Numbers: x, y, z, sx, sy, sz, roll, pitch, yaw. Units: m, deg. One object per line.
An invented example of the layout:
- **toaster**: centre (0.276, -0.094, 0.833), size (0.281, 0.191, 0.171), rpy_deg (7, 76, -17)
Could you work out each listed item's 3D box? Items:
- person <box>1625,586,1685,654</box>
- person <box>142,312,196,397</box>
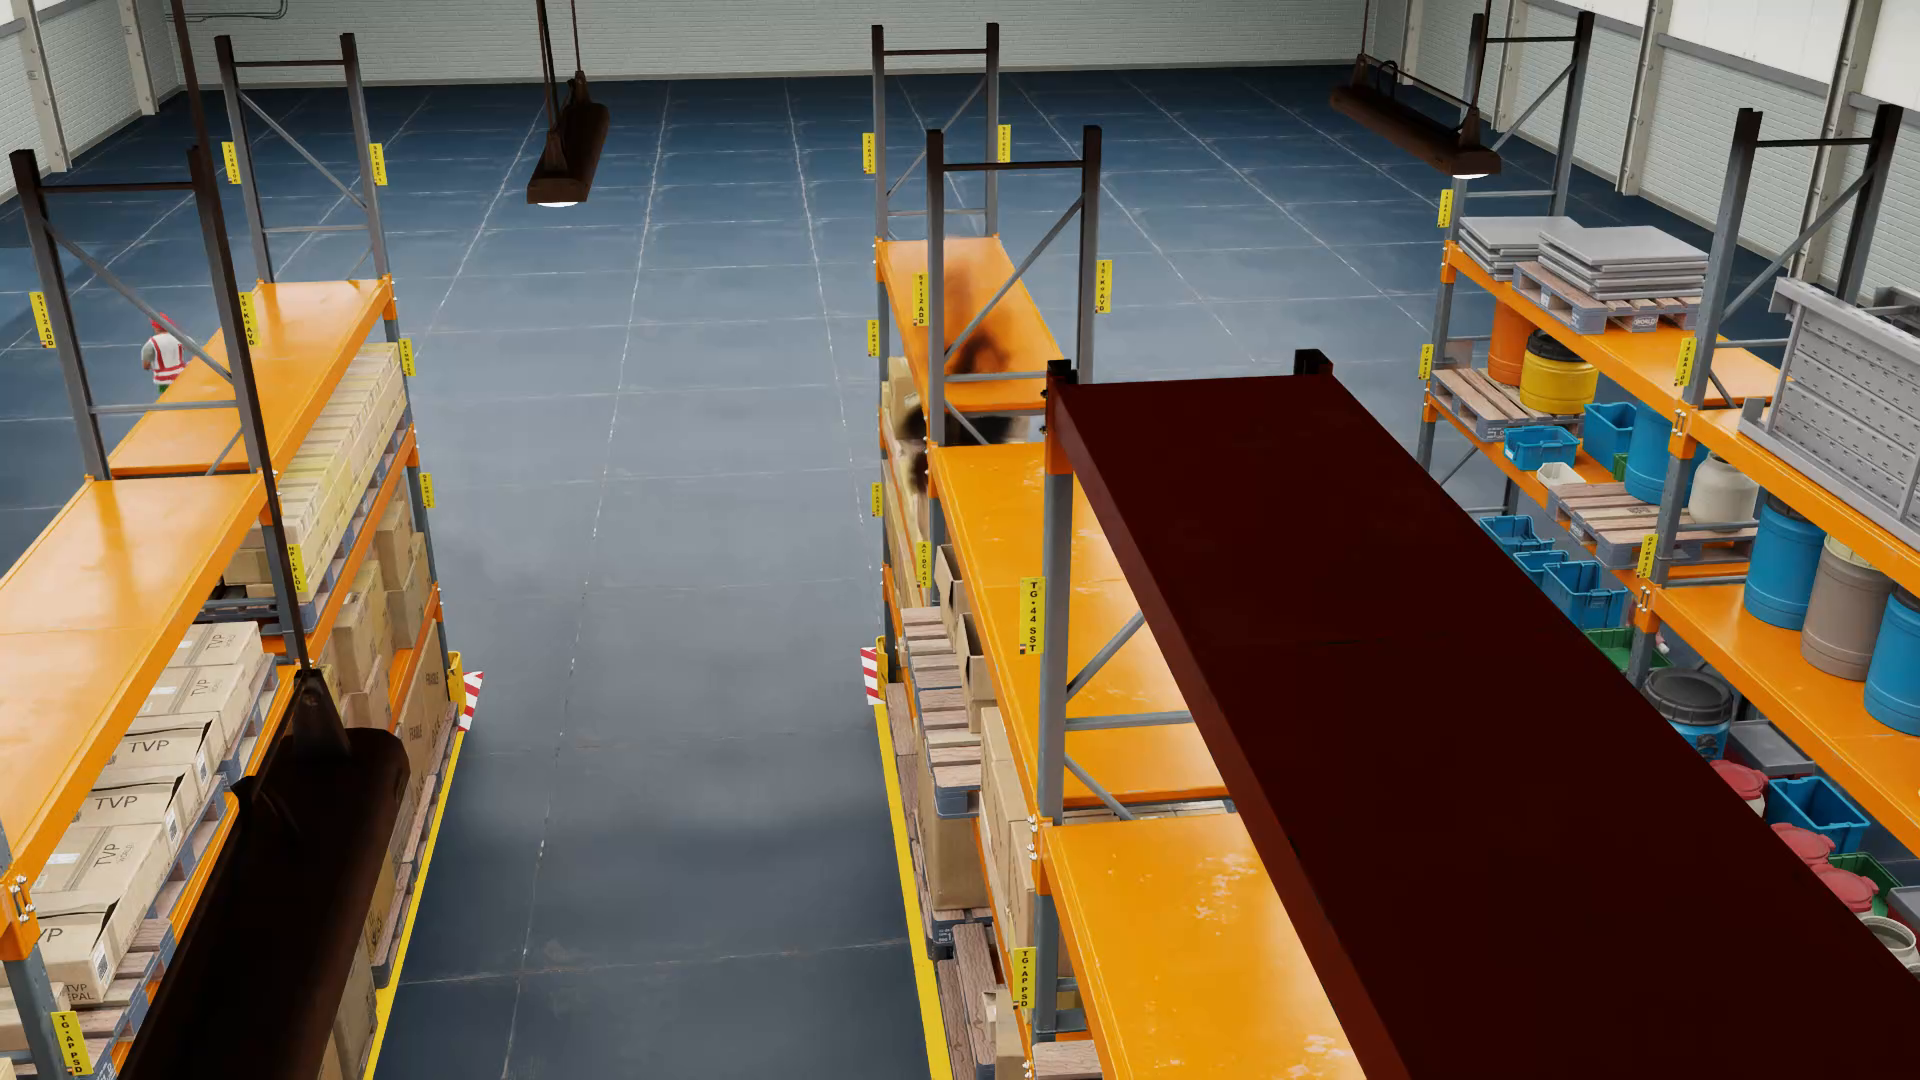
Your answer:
- **person**: centre (6.428, 0.522, 15.534), size (0.579, 1.607, 0.540), rpy_deg (-9, 27, -19)
- **person**: centre (-9.672, -1.921, 20.441), size (0.814, 1.824, 0.640), rpy_deg (17, 30, 31)
